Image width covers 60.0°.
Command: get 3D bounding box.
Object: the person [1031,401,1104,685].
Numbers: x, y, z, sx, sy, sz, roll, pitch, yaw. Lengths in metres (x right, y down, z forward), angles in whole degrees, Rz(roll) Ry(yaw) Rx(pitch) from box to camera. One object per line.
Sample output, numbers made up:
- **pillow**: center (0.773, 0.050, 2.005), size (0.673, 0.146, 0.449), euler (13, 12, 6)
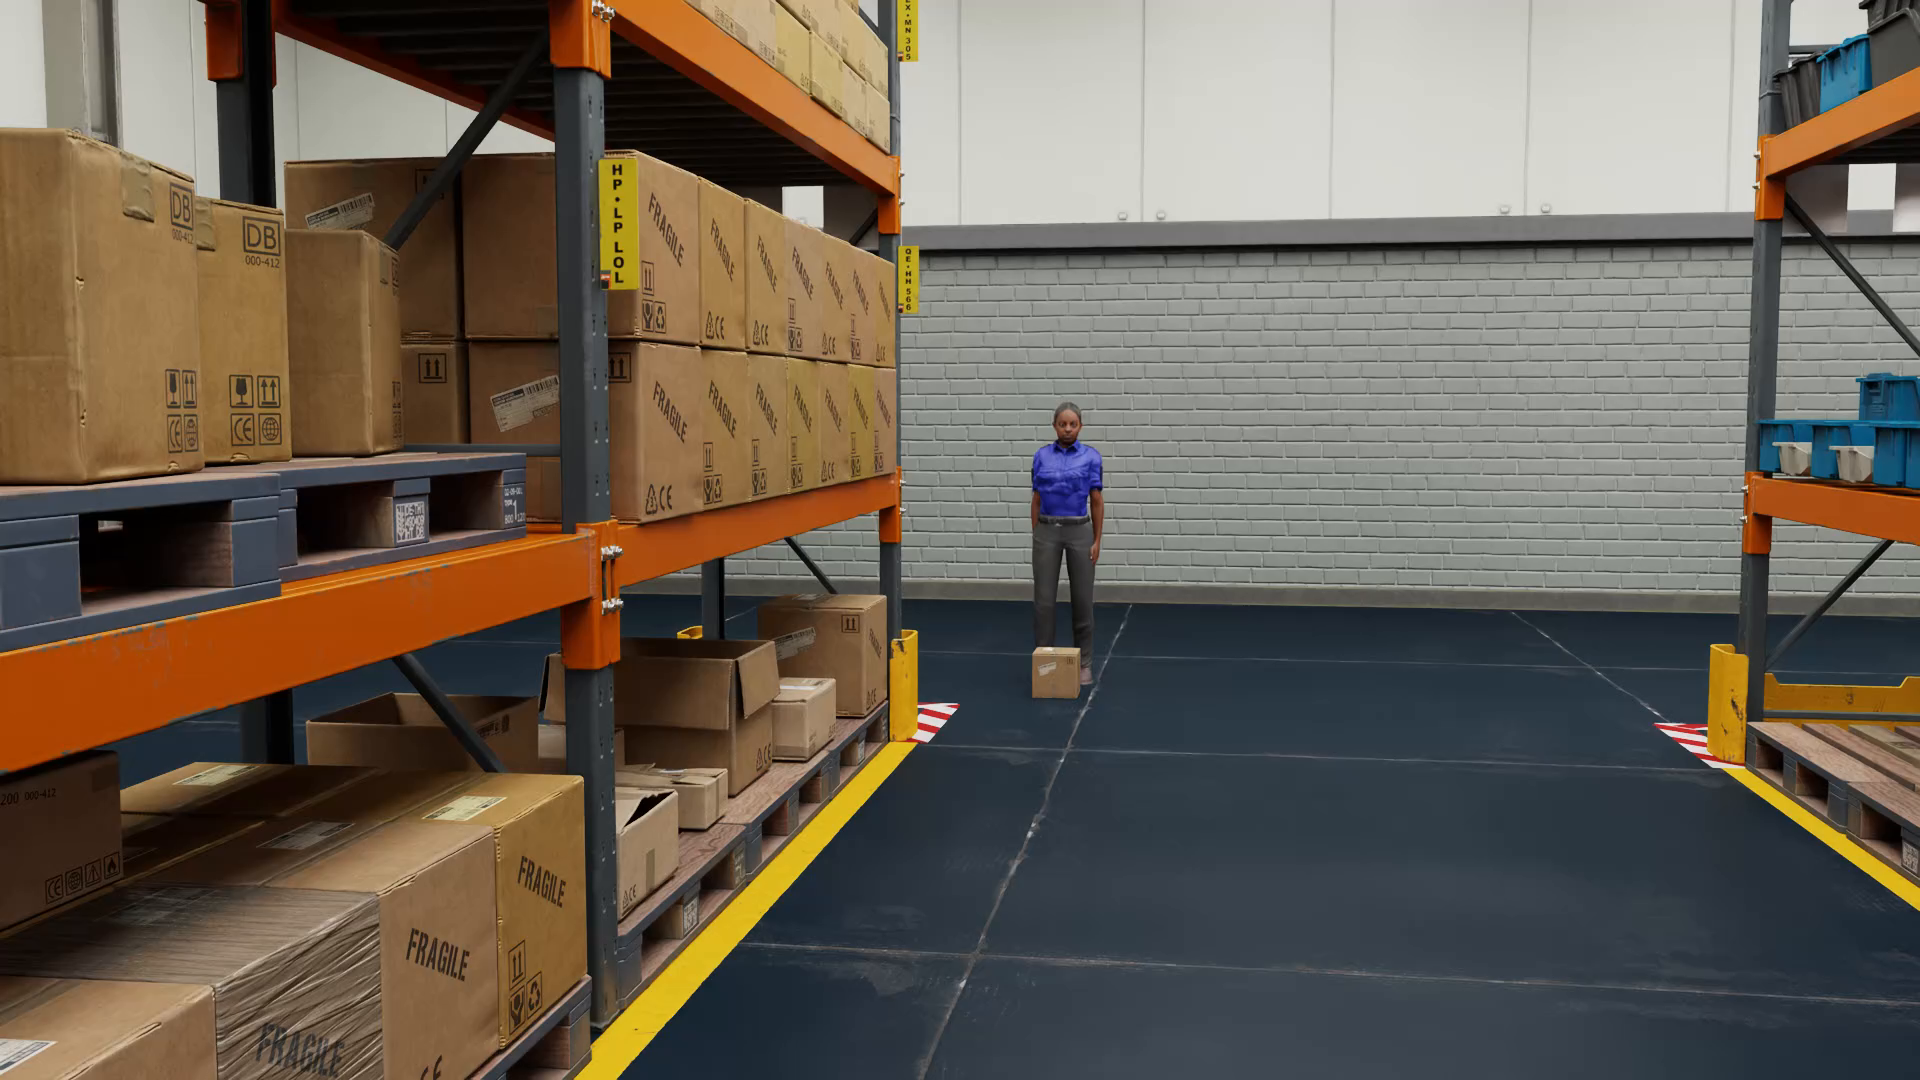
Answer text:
- **person**: center (0.629, 0.017, 9.804), size (0.437, 1.664, 0.309), euler (1, 5, 10)
